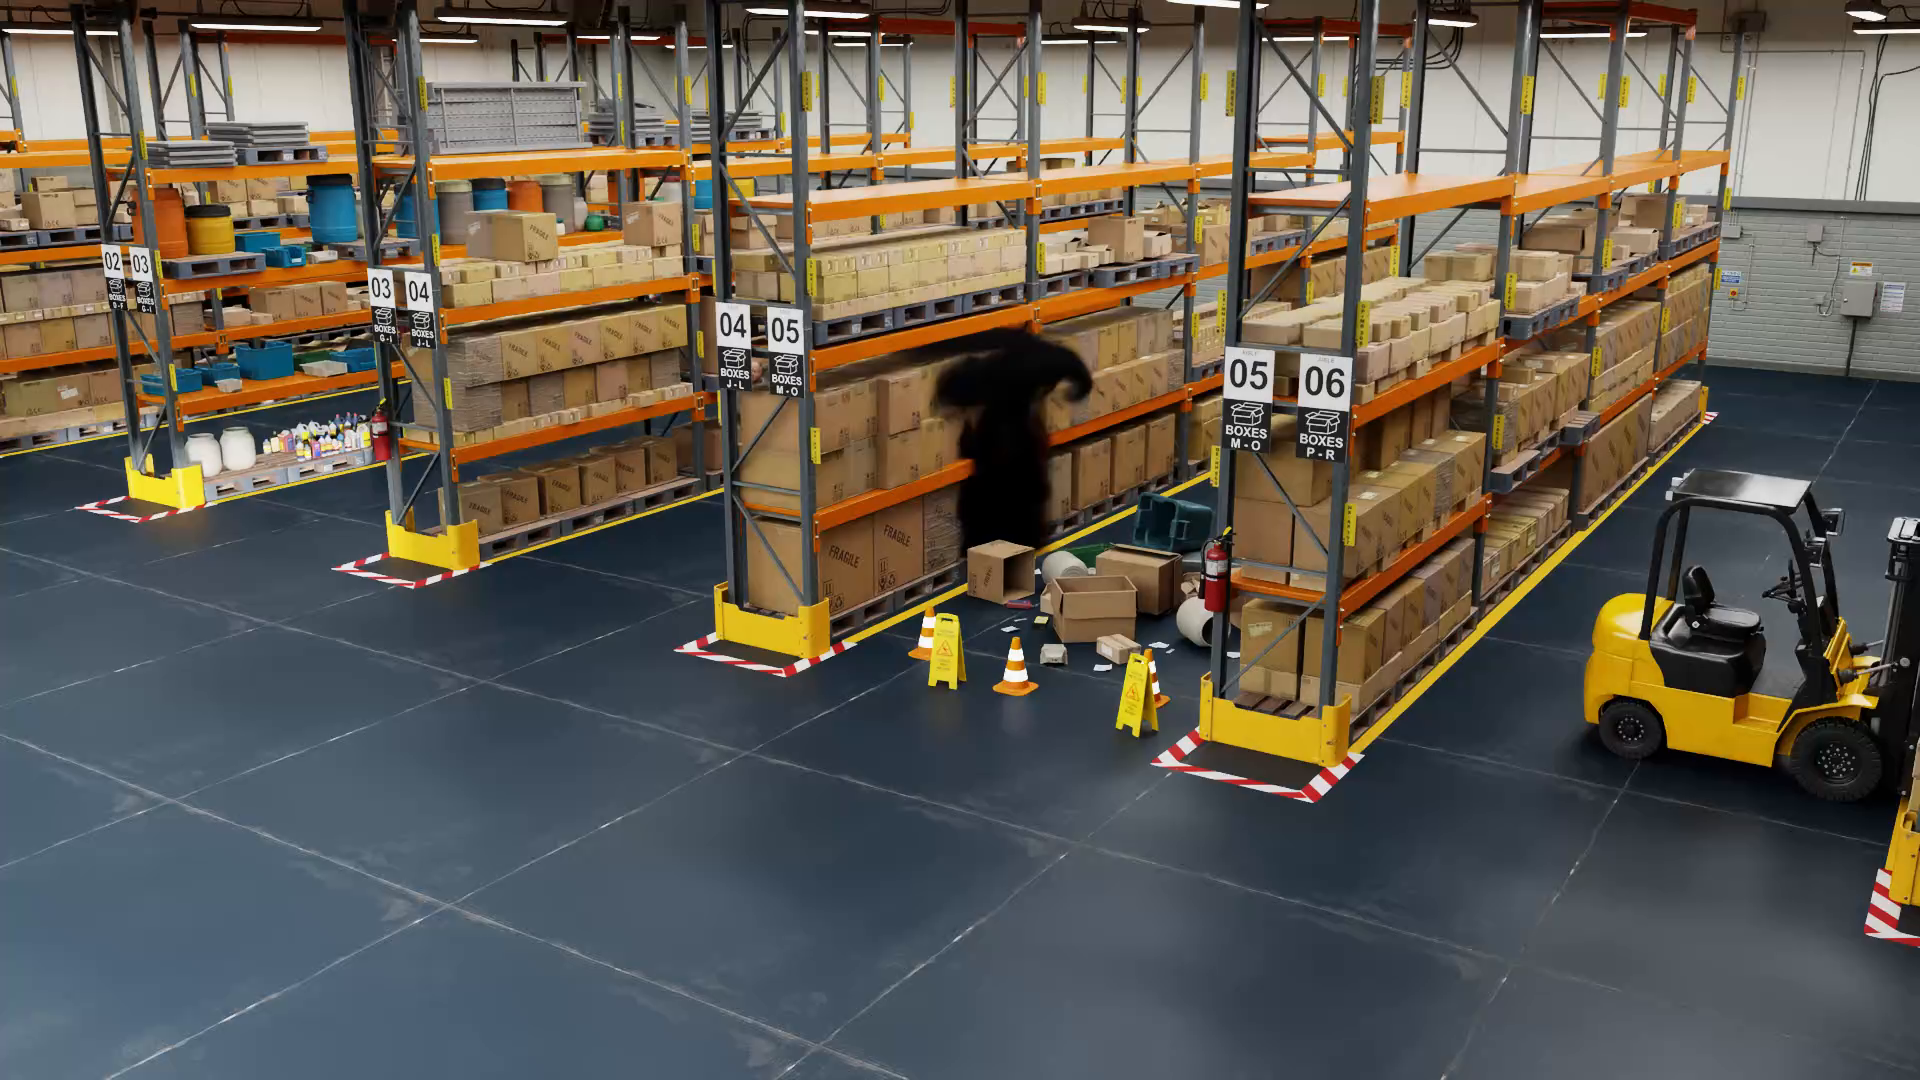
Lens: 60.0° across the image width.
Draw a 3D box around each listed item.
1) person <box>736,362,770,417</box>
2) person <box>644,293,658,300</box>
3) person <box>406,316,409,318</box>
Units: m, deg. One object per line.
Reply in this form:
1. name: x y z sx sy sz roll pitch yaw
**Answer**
1. person: -2.392 -1.352 20.034 0.652 1.633 0.778 0 16 2
2. person: -5.826 -4.305 31.815 0.537 1.559 0.905 4 16 15
3. person: -10.960 -4.824 33.406 0.516 1.718 0.855 9 18 29
